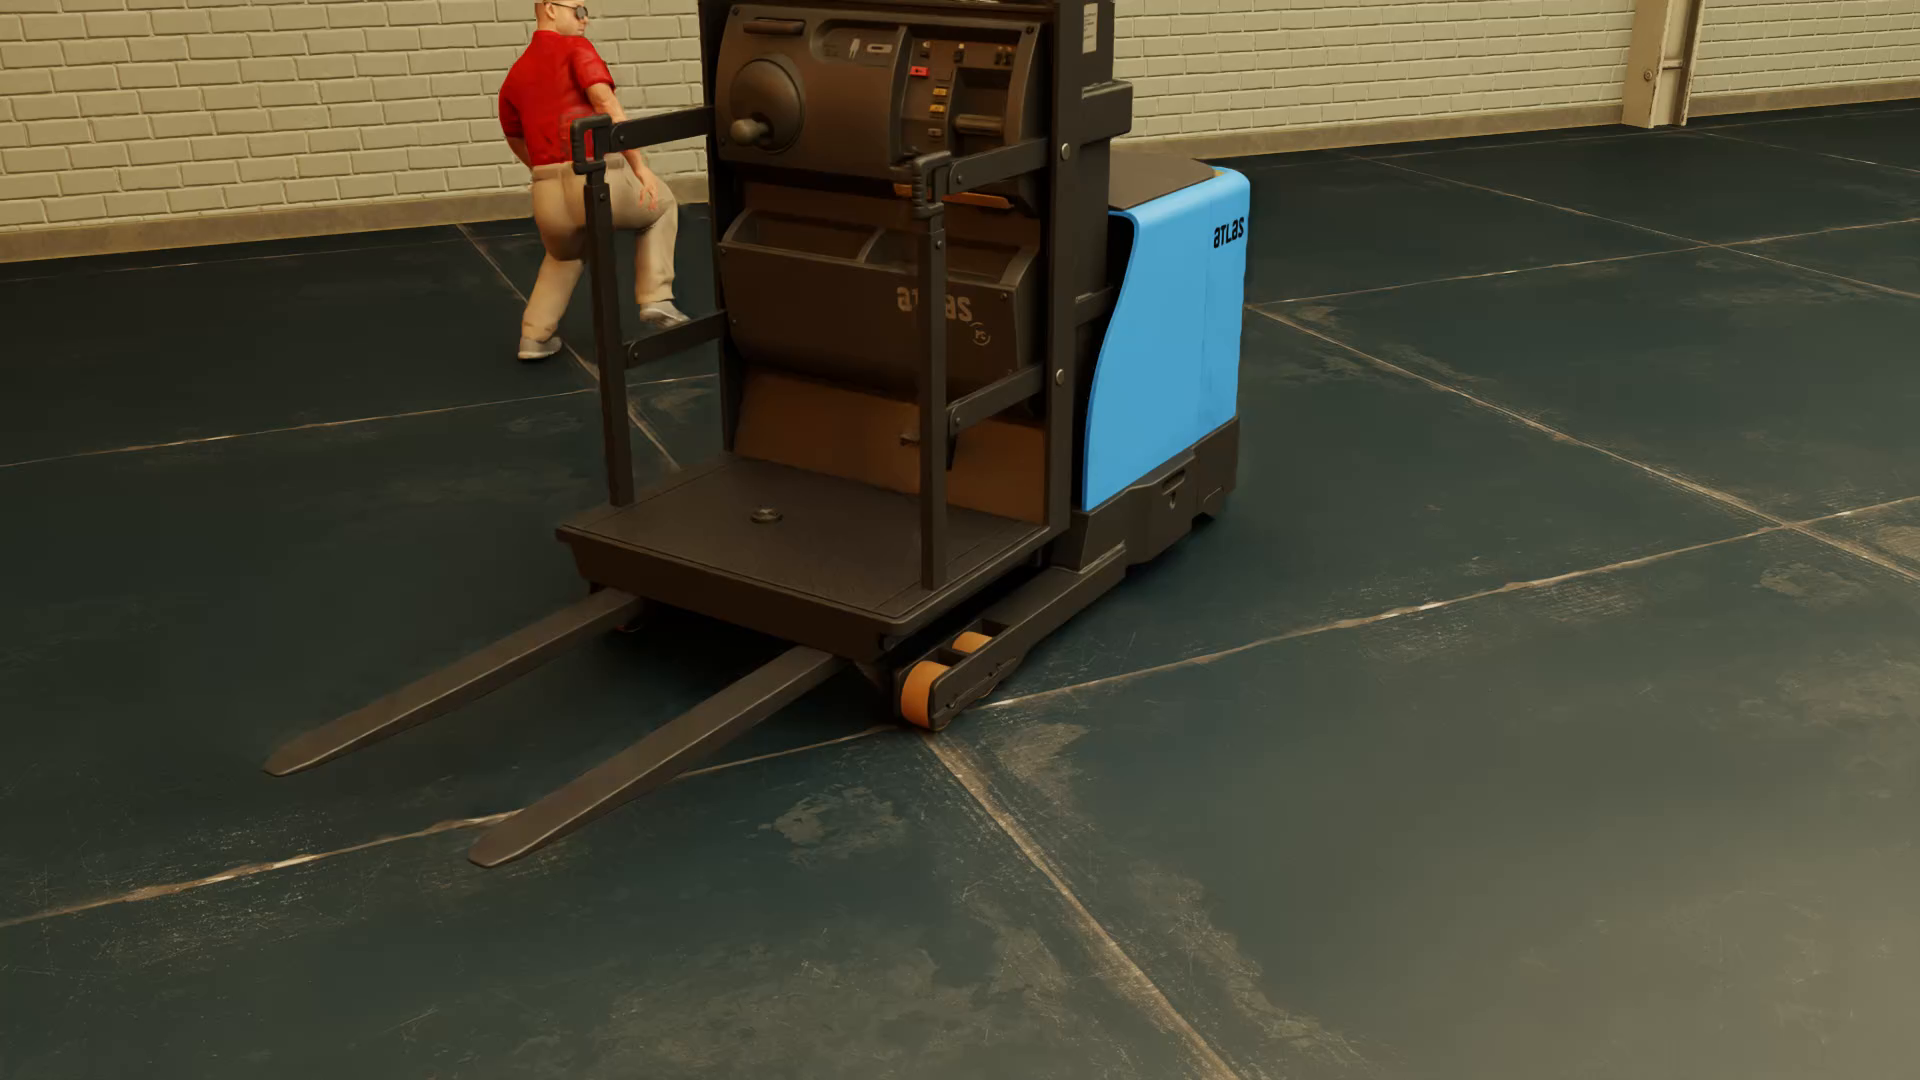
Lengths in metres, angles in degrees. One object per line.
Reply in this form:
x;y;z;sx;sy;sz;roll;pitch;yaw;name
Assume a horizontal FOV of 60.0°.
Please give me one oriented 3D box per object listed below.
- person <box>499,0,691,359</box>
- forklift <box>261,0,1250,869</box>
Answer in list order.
-1.476;-1.470;6.751;0.792;1.507;0.691;6;23;15;person
-0.335;-1.100;3.935;1.130;2.935;3.031;14;26;30;forklift
